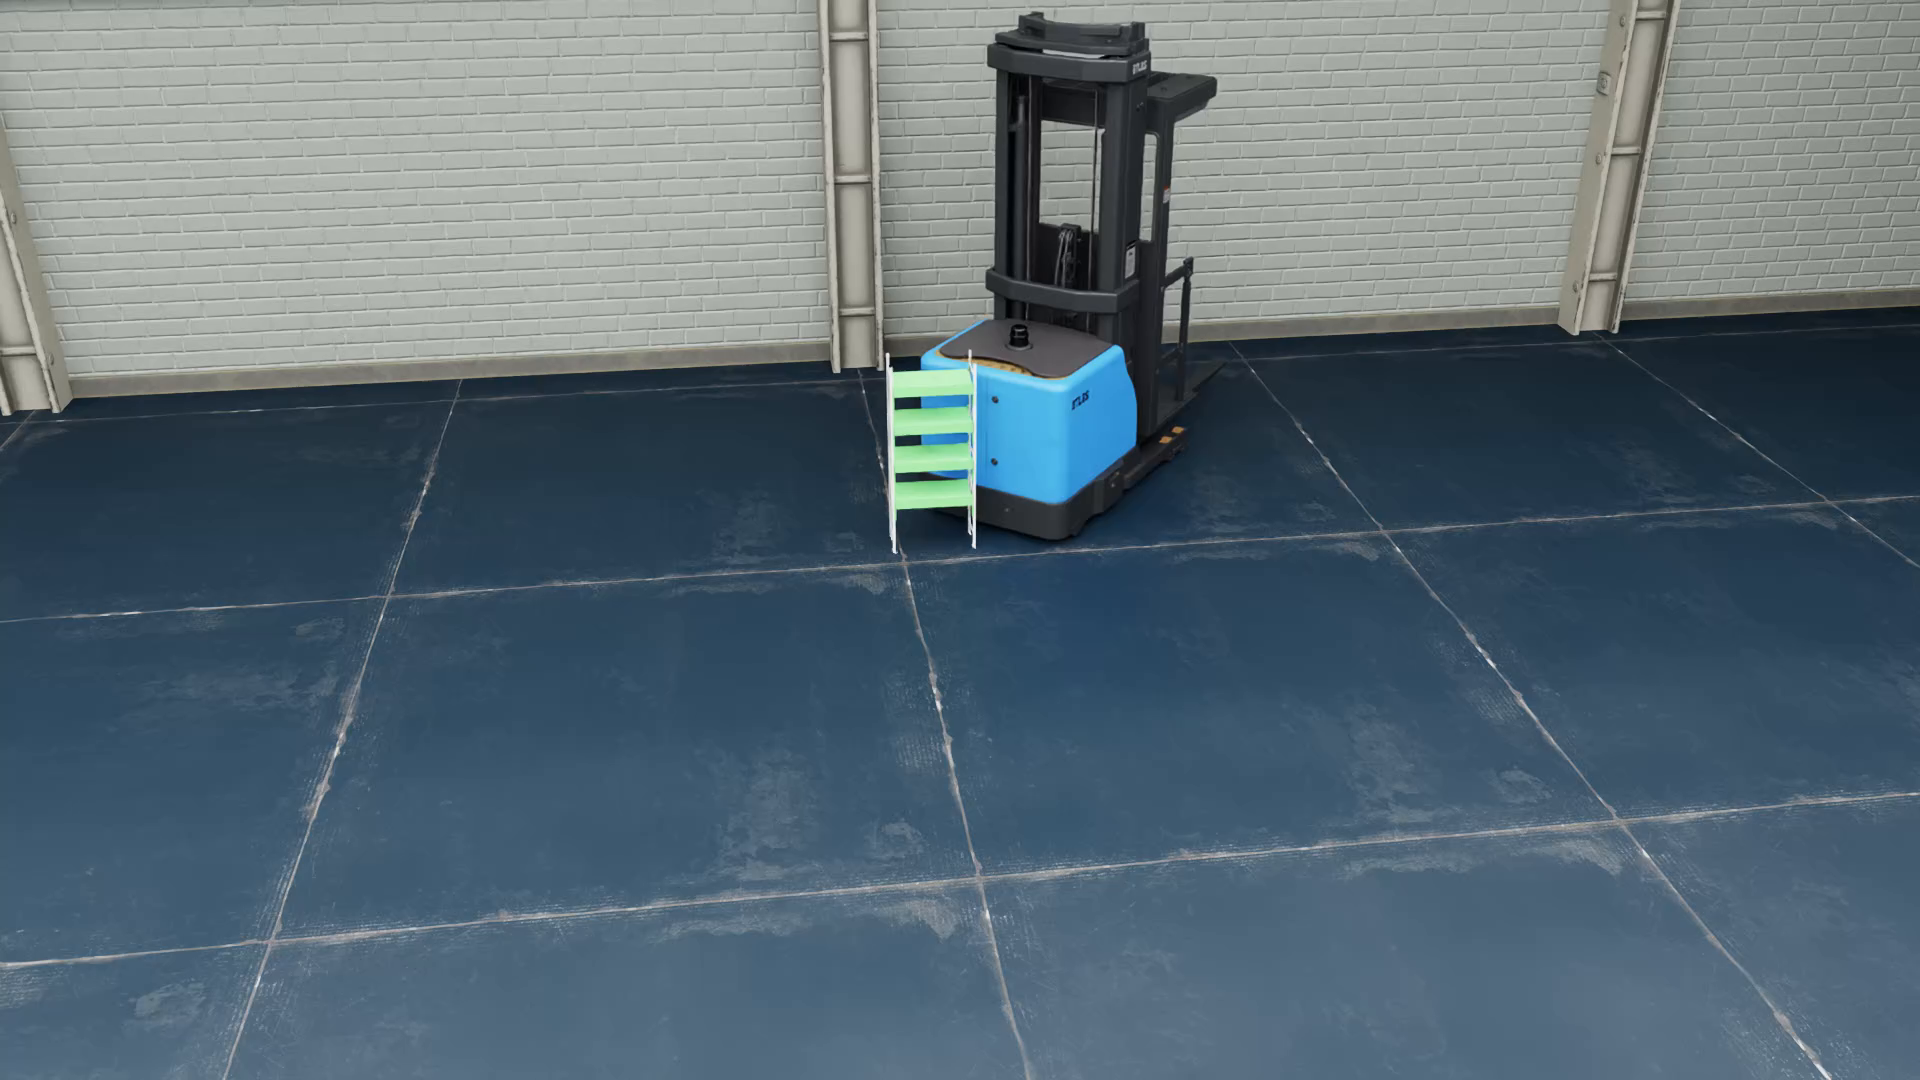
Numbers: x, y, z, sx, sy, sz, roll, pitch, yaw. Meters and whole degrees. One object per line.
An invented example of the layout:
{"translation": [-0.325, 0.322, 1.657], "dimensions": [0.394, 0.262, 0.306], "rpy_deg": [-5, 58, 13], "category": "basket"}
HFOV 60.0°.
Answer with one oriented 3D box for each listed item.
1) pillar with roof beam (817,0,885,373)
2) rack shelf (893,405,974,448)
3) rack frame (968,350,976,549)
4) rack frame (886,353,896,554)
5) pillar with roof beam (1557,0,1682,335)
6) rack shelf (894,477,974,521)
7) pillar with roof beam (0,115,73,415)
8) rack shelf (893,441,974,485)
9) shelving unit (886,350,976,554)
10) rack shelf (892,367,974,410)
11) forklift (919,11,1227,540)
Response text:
{"translation": [-0.197, -3.420, 7.059], "dimensions": [0.400, 9.000, 9.100], "rpy_deg": [-4, 27, -7], "category": "pillar with roof beam"}
{"translation": [-0.169, -0.677, 9.869], "dimensions": [0.480, 0.148, 0.258], "rpy_deg": [-3, 27, -6], "category": "rack shelf"}
{"translation": [0.073, -0.534, 9.976], "dimensions": [0.015, 1.200, 0.240], "rpy_deg": [-3, 27, -6], "category": "rack frame"}
{"translation": [-0.412, -0.507, 9.923], "dimensions": [0.015, 1.200, 0.240], "rpy_deg": [-3, 27, -6], "category": "rack frame"}
{"translation": [5.745, -3.802, 7.802], "dimensions": [0.400, 9.000, 9.100], "rpy_deg": [-4, 27, -7], "category": "pillar with roof beam"}
{"translation": [-0.169, -0.250, 10.088], "dimensions": [0.480, 0.148, 0.258], "rpy_deg": [-3, 27, -6], "category": "rack shelf"}
{"translation": [-6.138, -3.039, 6.315], "dimensions": [0.400, 9.000, 9.100], "rpy_deg": [-4, 27, -7], "category": "pillar with roof beam"}
{"translation": [-0.169, -0.463, 9.978], "dimensions": [0.480, 0.148, 0.258], "rpy_deg": [-3, 27, -6], "category": "rack shelf"}
{"translation": [-0.169, -0.520, 9.949], "dimensions": [0.503, 1.200, 0.258], "rpy_deg": [-3, 27, -6], "category": "shelving unit"}
{"translation": [-0.169, -0.890, 9.759], "dimensions": [0.480, 0.148, 0.258], "rpy_deg": [-3, 27, -6], "category": "rack shelf"}
{"translation": [0.931, -1.939, 10.818], "dimensions": [1.130, 2.935, 3.031], "rpy_deg": [15, 31, 27], "category": "forklift"}
